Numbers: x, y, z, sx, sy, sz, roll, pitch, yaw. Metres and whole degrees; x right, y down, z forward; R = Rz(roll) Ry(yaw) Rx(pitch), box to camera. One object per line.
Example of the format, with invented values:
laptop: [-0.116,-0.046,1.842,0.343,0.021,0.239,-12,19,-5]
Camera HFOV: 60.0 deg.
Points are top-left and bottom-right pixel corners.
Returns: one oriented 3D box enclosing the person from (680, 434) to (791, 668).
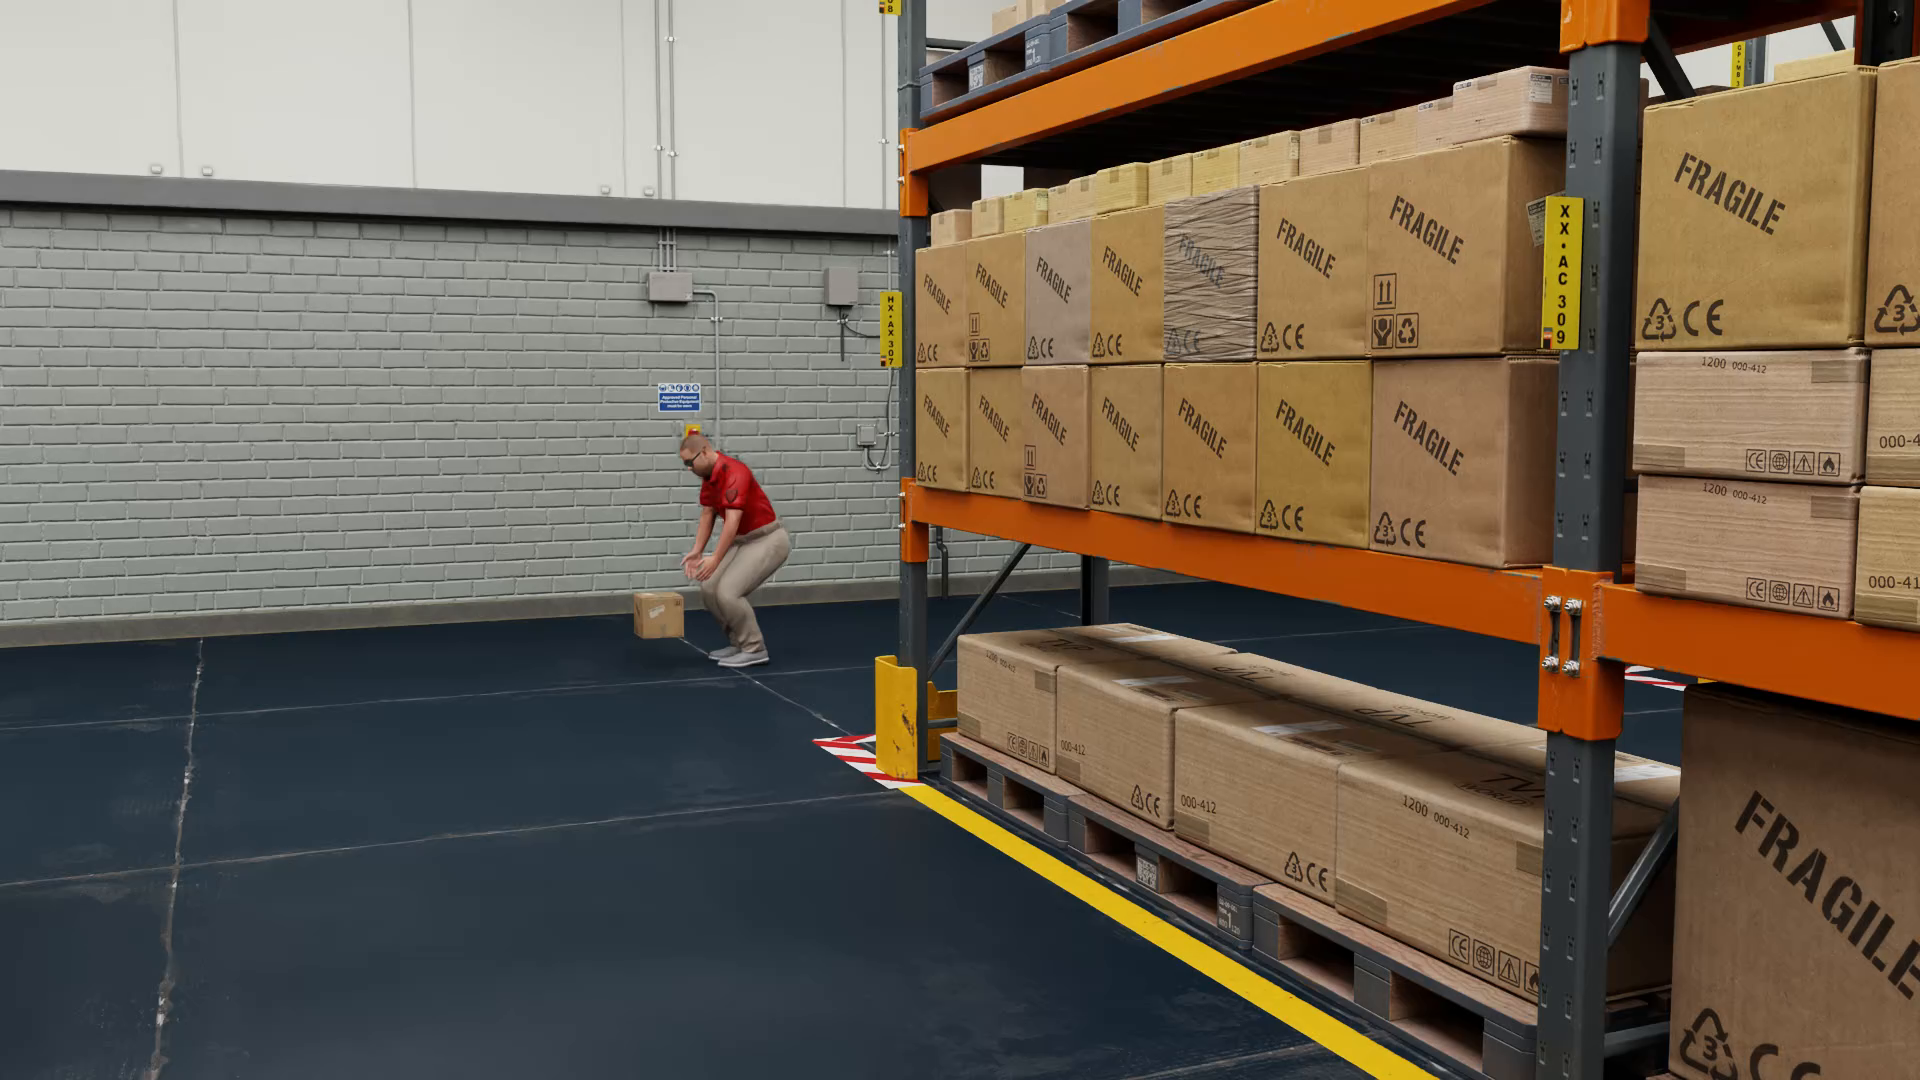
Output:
person: [-1.393,0.059,10.321,0.685,1.439,0.590,-2,6,-23]
